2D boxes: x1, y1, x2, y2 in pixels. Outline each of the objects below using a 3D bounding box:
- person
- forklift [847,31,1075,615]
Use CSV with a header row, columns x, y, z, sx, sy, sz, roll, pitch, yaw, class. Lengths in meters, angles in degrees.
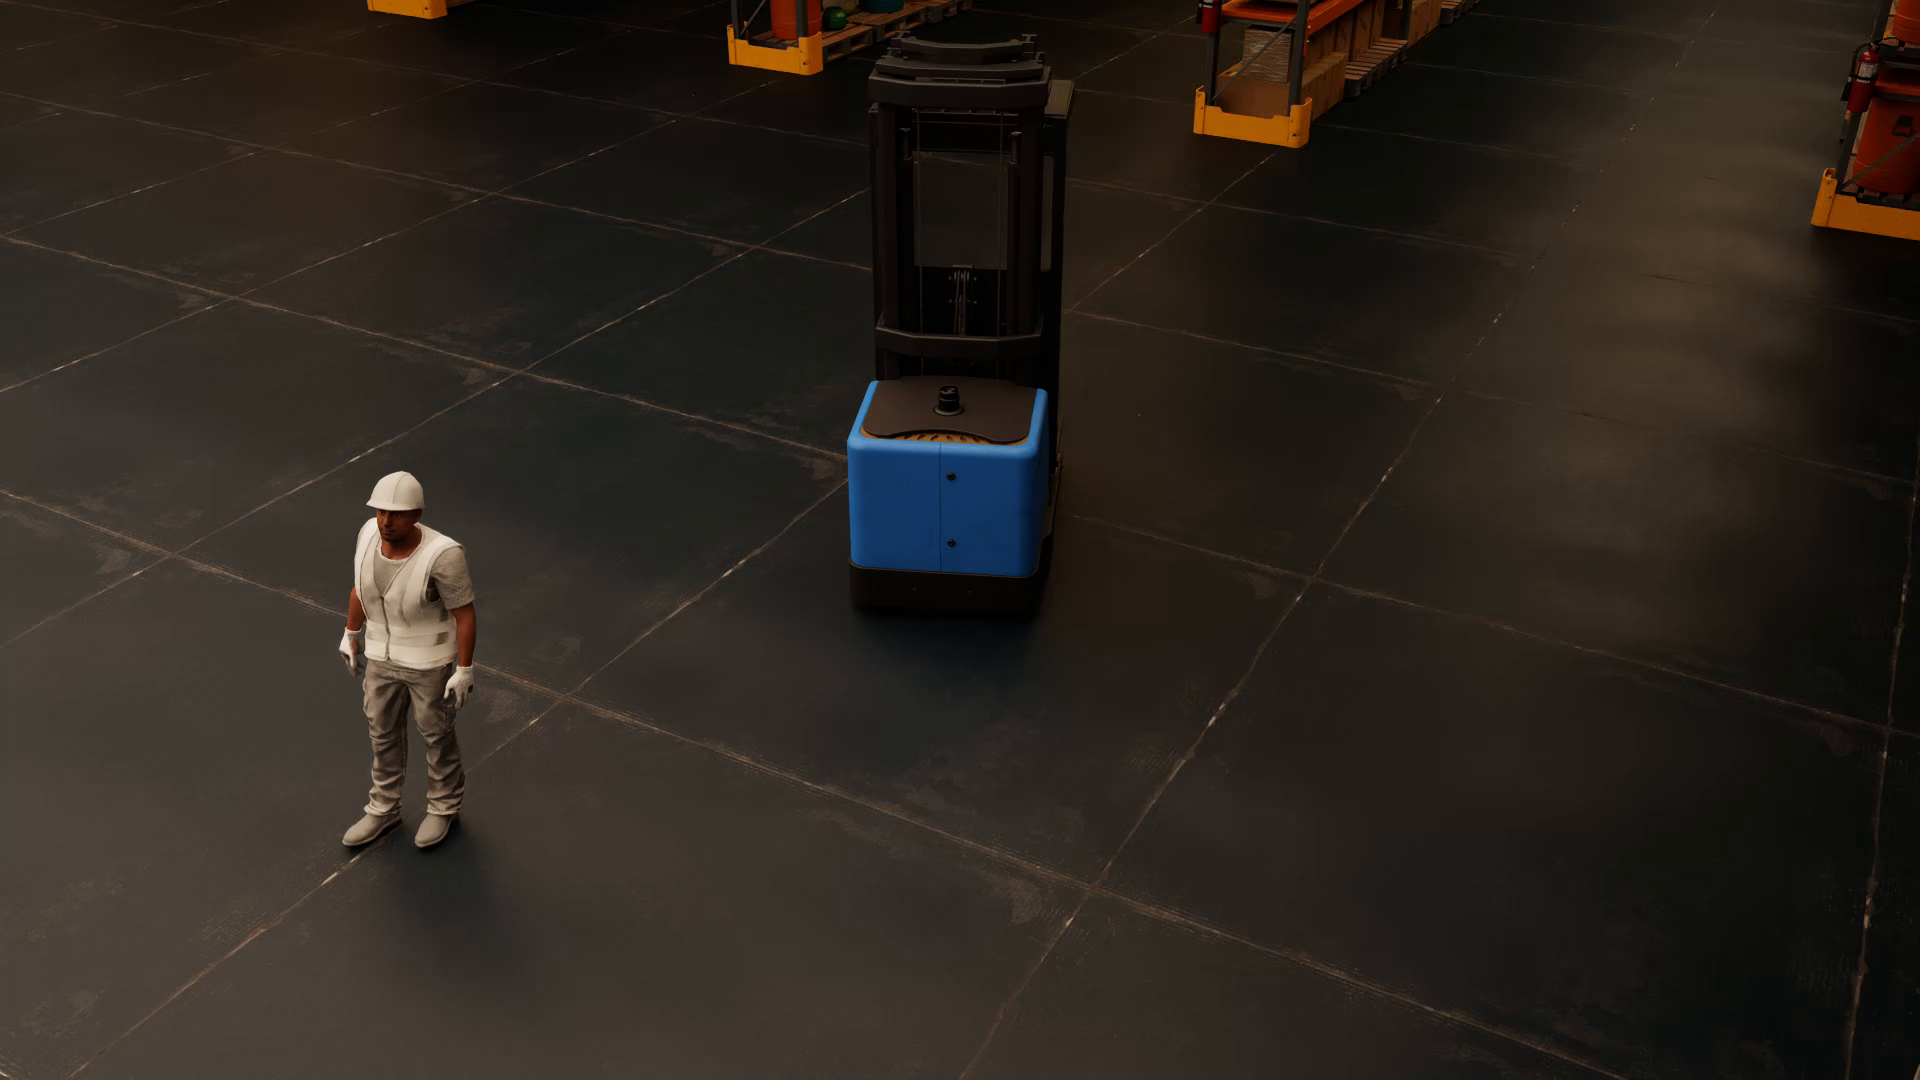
x,y,z,sx,sy,sz,roll,pitch,yaw,class
-2.435,0.551,7.250,0.656,1.785,0.575,11,32,18,person
0.072,-1.572,9.794,1.130,2.935,3.031,3,30,6,forklift
